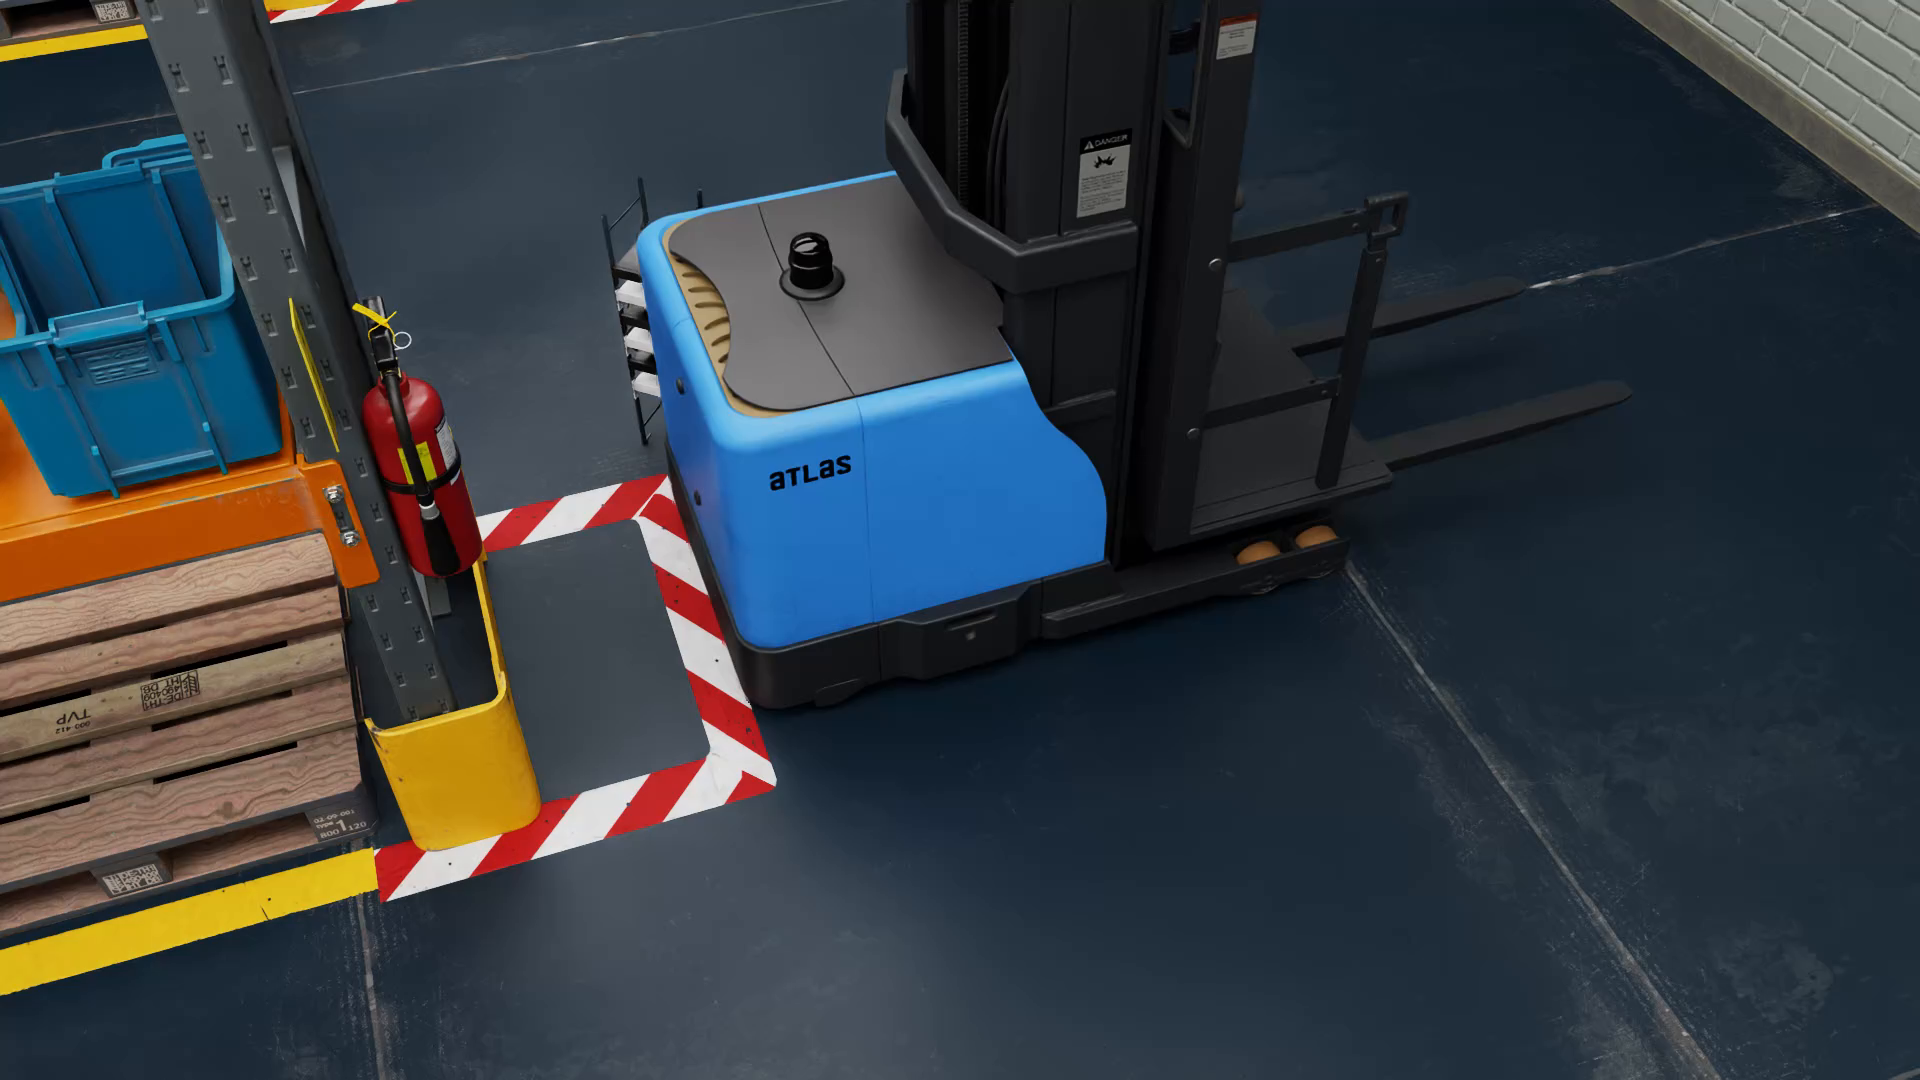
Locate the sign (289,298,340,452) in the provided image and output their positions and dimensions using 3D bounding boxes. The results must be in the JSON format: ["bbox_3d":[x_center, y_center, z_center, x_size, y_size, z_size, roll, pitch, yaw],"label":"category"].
[{"bbox_3d":[-1.297,-0.327,3.343,0.005,0.325,0.100,-14,47,-14],"label":"sign"}]

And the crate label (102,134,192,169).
[{"bbox_3d":[-1.843,-0.754,3.960,0.303,0.233,0.416,-14,47,-14],"label":"crate label"}]

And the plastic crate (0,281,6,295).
[{"bbox_3d":[-2.173,-0.698,3.972,0.298,0.136,0.250,-14,47,-14],"label":"plastic crate"}]

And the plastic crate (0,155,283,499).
[{"bbox_3d":[-1.751,-0.461,3.524,0.499,0.435,0.616,-14,47,-14],"label":"plastic crate"}]

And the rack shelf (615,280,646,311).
[{"bbox_3d":[-0.924,-0.796,5.200,0.200,0.077,0.258,15,47,15],"label":"rack shelf"}]

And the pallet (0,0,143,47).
[{"bbox_3d":[-3.998,-2.738,7.830,1.213,0.211,1.003,-14,47,-14],"label":"pallet"}]

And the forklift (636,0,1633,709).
[{"bbox_3d":[0.659,-1.207,4.383,3.031,2.935,1.130,-15,47,-14],"label":"forklift"}]

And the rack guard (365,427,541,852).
[{"bbox_3d":[-1.481,0.236,4.662,0.348,0.500,1.175,-14,47,-14],"label":"rack guard"}]

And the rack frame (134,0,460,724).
[{"bbox_3d":[-1.499,-0.632,3.763,0.127,3.000,1.000,-14,47,-14],"label":"rack frame"}]

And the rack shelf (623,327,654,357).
[{"bbox_3d":[-0.924,-0.668,5.328,0.200,0.077,0.258,15,47,15],"label":"rack shelf"}]

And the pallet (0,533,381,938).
[{"bbox_3d":[-2.288,0.524,4.578,1.213,0.211,1.003,-14,47,-14],"label":"pallet"}]

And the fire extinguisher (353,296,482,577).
[{"bbox_3d":[-1.203,-0.207,3.656,0.183,0.674,0.296,-14,47,-14],"label":"fire extinguisher"}]

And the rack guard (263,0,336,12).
[{"bbox_3d":[-3.249,-3.033,7.920,0.348,0.500,1.175,-14,47,-14],"label":"rack guard"}]

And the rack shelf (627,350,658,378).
[{"bbox_3d":[-0.924,-0.605,5.392,0.200,0.077,0.258,15,47,15],"label":"rack shelf"}]

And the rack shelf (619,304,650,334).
[{"bbox_3d":[-0.924,-0.732,5.264,0.200,0.077,0.258,15,47,15],"label":"rack shelf"}]

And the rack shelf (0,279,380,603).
[{"bbox_3d":[-3.380,0.103,3.538,4.000,0.370,1.077,-14,47,-14],"label":"rack shelf"}]

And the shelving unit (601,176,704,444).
[{"bbox_3d":[-0.924,-0.692,5.304,0.210,0.900,0.258,15,47,15],"label":"shelving unit"}]

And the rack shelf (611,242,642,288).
[{"bbox_3d":[-0.924,-0.859,5.137,0.200,0.077,0.258,15,47,15],"label":"rack shelf"}]

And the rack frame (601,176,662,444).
[{"bbox_3d":[-1.019,-0.718,5.330,0.006,0.900,0.240,15,47,15],"label":"rack frame"}]

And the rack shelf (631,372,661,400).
[{"bbox_3d":[-0.924,-0.541,5.455,0.200,0.077,0.258,15,47,15],"label":"rack shelf"}]

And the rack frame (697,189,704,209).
[{"bbox_3d":[-0.829,-0.666,5.278,0.006,0.900,0.240,15,47,15],"label":"rack frame"}]
